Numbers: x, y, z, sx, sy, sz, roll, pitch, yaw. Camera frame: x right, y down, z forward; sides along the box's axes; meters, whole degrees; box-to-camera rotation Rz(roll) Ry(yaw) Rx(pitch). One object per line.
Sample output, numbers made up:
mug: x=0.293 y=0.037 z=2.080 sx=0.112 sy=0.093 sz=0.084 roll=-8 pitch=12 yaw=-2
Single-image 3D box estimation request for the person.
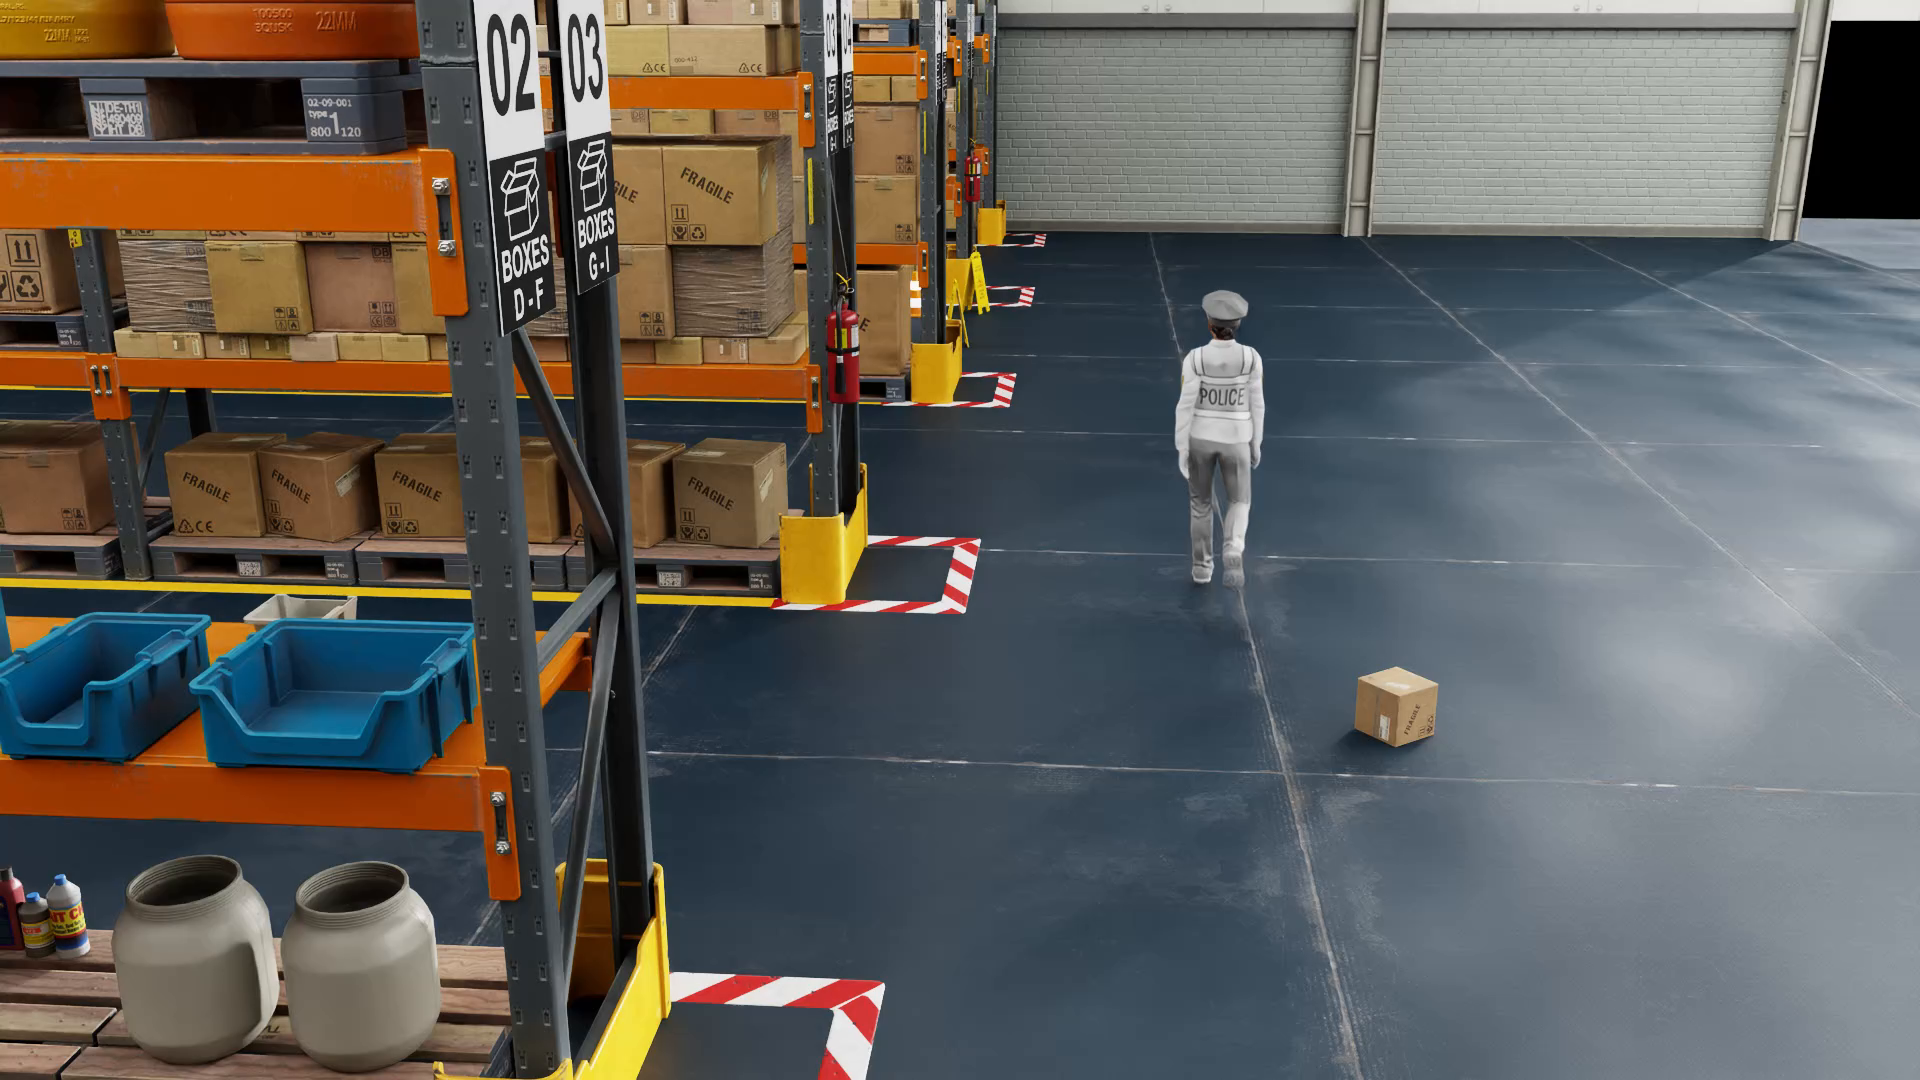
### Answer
person: x=1.412 y=-0.522 z=9.083 sx=0.481 sy=1.671 sz=0.662 roll=2 pitch=18 yaw=8
